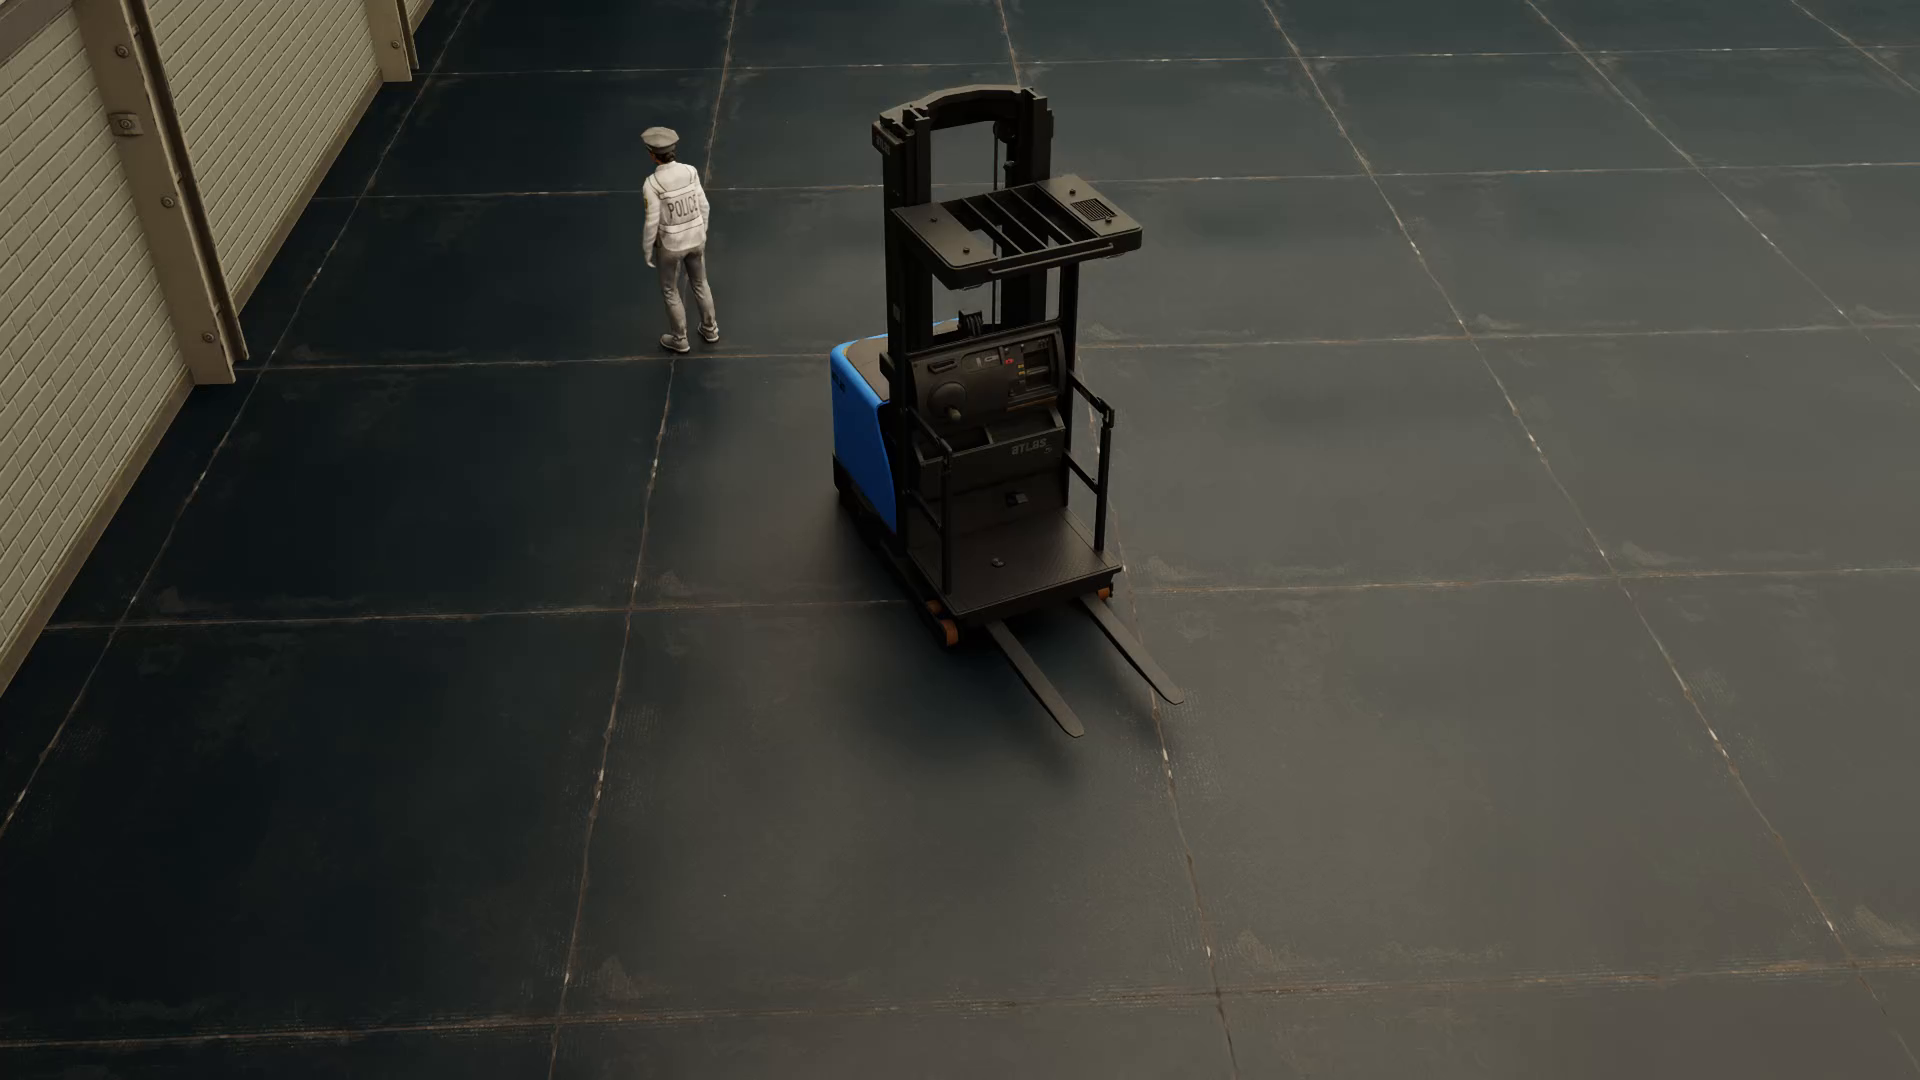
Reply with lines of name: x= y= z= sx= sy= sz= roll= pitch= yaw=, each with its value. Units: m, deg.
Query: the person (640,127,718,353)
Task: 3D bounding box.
person: x=-2.045 y=-2.150 z=12.039 sx=0.544 sy=1.666 sz=0.371 roll=-26 pitch=43 yaw=-31

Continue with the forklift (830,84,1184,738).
forklift: x=0.258 y=-0.860 z=9.192 sx=1.130 sy=2.935 sz=3.031 roll=-15 pitch=39 yaw=-20
